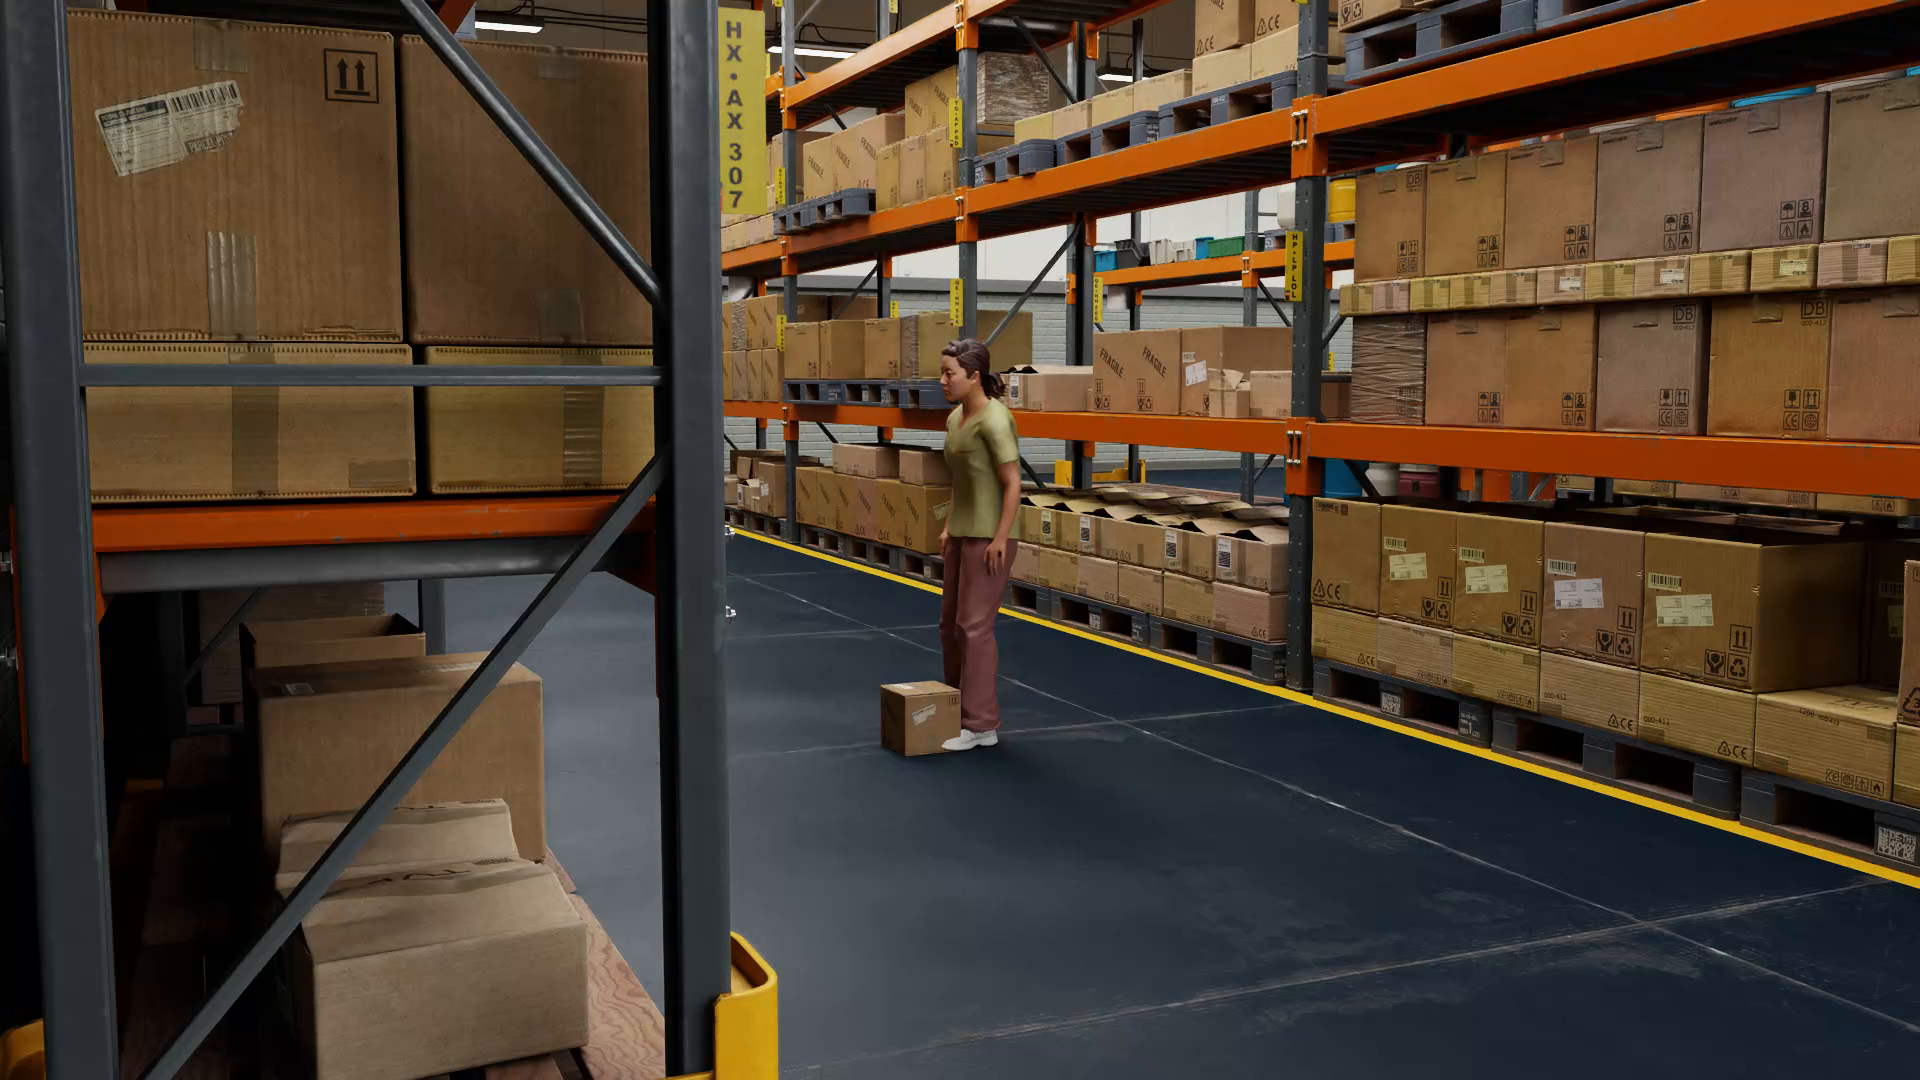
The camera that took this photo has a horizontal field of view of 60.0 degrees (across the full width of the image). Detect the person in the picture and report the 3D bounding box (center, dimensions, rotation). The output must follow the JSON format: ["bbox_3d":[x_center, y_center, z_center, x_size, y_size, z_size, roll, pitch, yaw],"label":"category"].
[{"bbox_3d":[0.036,0.012,6.839,0.407,1.673,0.515,-3,6,-26],"label":"person"}]
